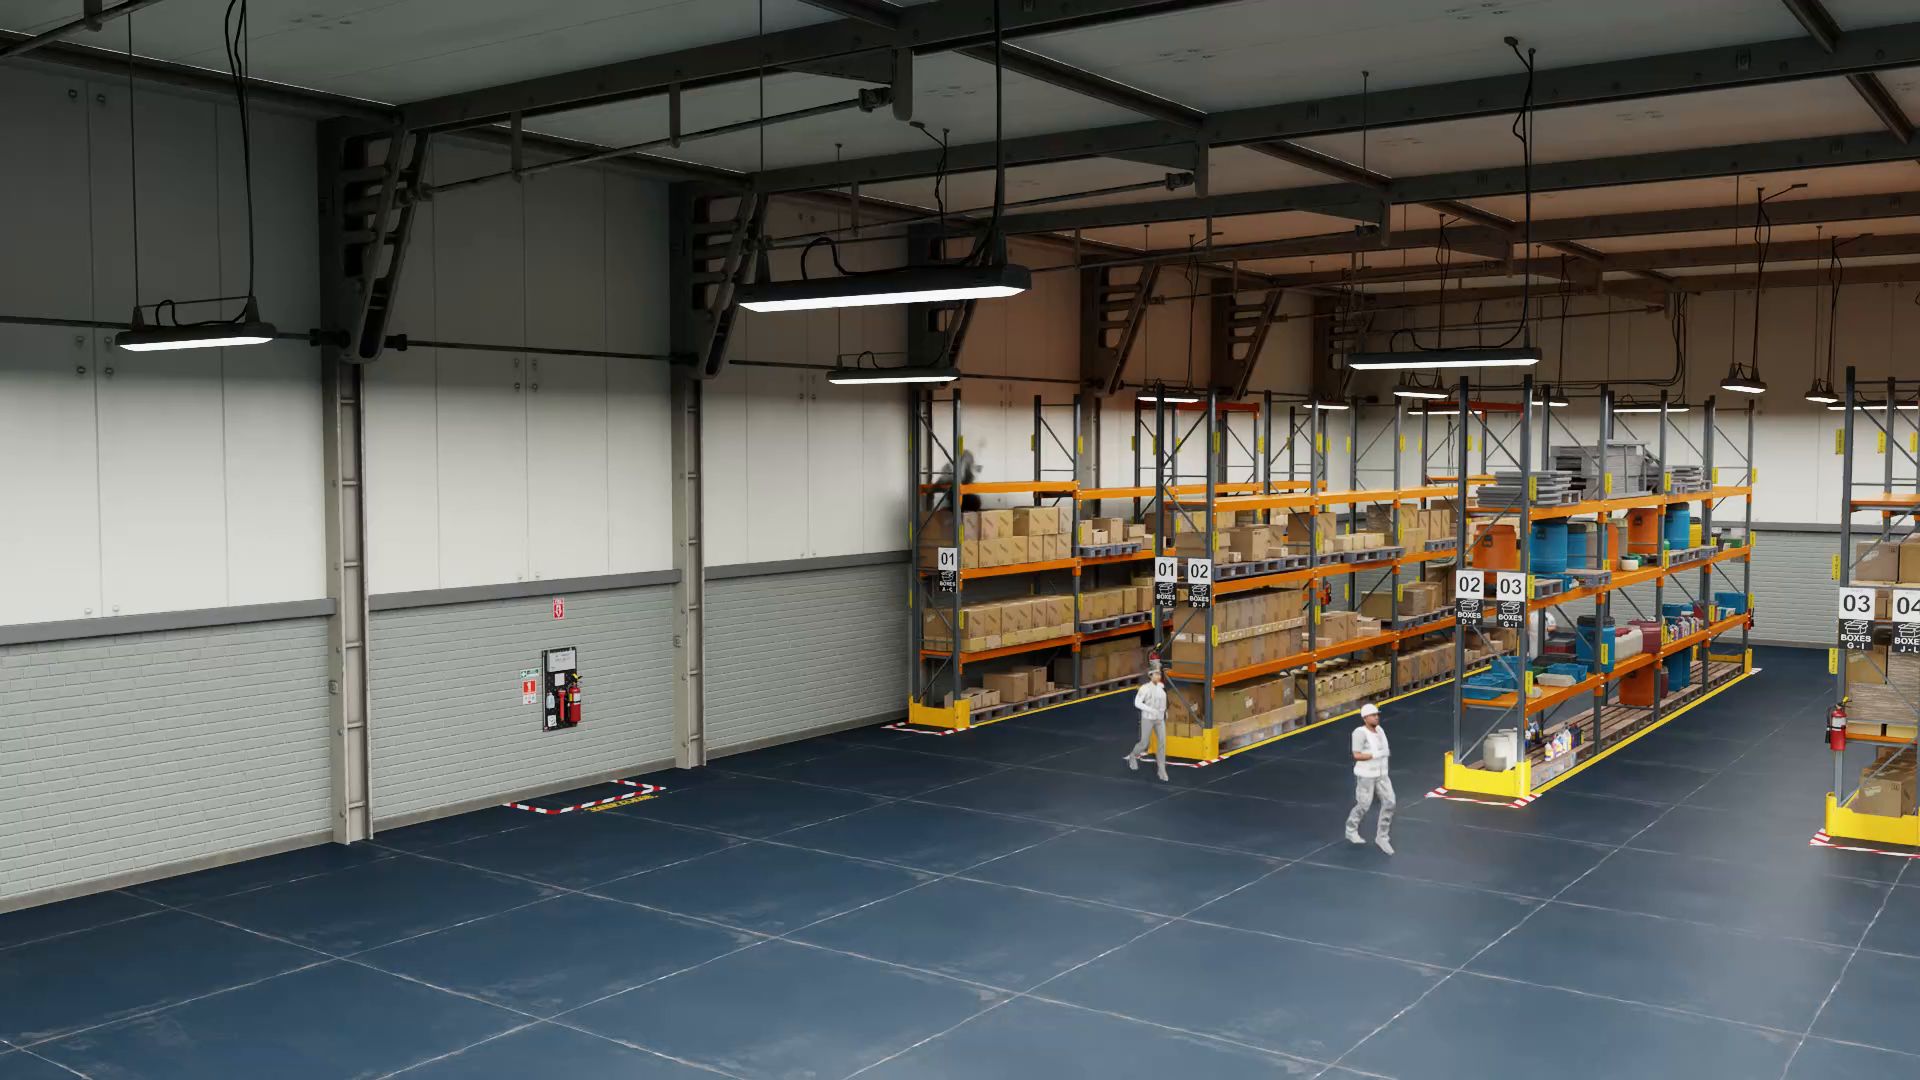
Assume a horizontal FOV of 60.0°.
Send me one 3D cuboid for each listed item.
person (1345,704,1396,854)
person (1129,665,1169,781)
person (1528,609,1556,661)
[{"bbox_3d":[5.077,2.940,20.504,0.657,1.841,0.733,-2,4,-34],"label":"person"},{"bbox_3d":[2.913,2.720,25.068,0.653,1.696,0.946,-2,4,-27],"label":"person"},{"bbox_3d":[12.078,2.135,34.663,0.642,1.834,0.854,1,4,22],"label":"person"}]
